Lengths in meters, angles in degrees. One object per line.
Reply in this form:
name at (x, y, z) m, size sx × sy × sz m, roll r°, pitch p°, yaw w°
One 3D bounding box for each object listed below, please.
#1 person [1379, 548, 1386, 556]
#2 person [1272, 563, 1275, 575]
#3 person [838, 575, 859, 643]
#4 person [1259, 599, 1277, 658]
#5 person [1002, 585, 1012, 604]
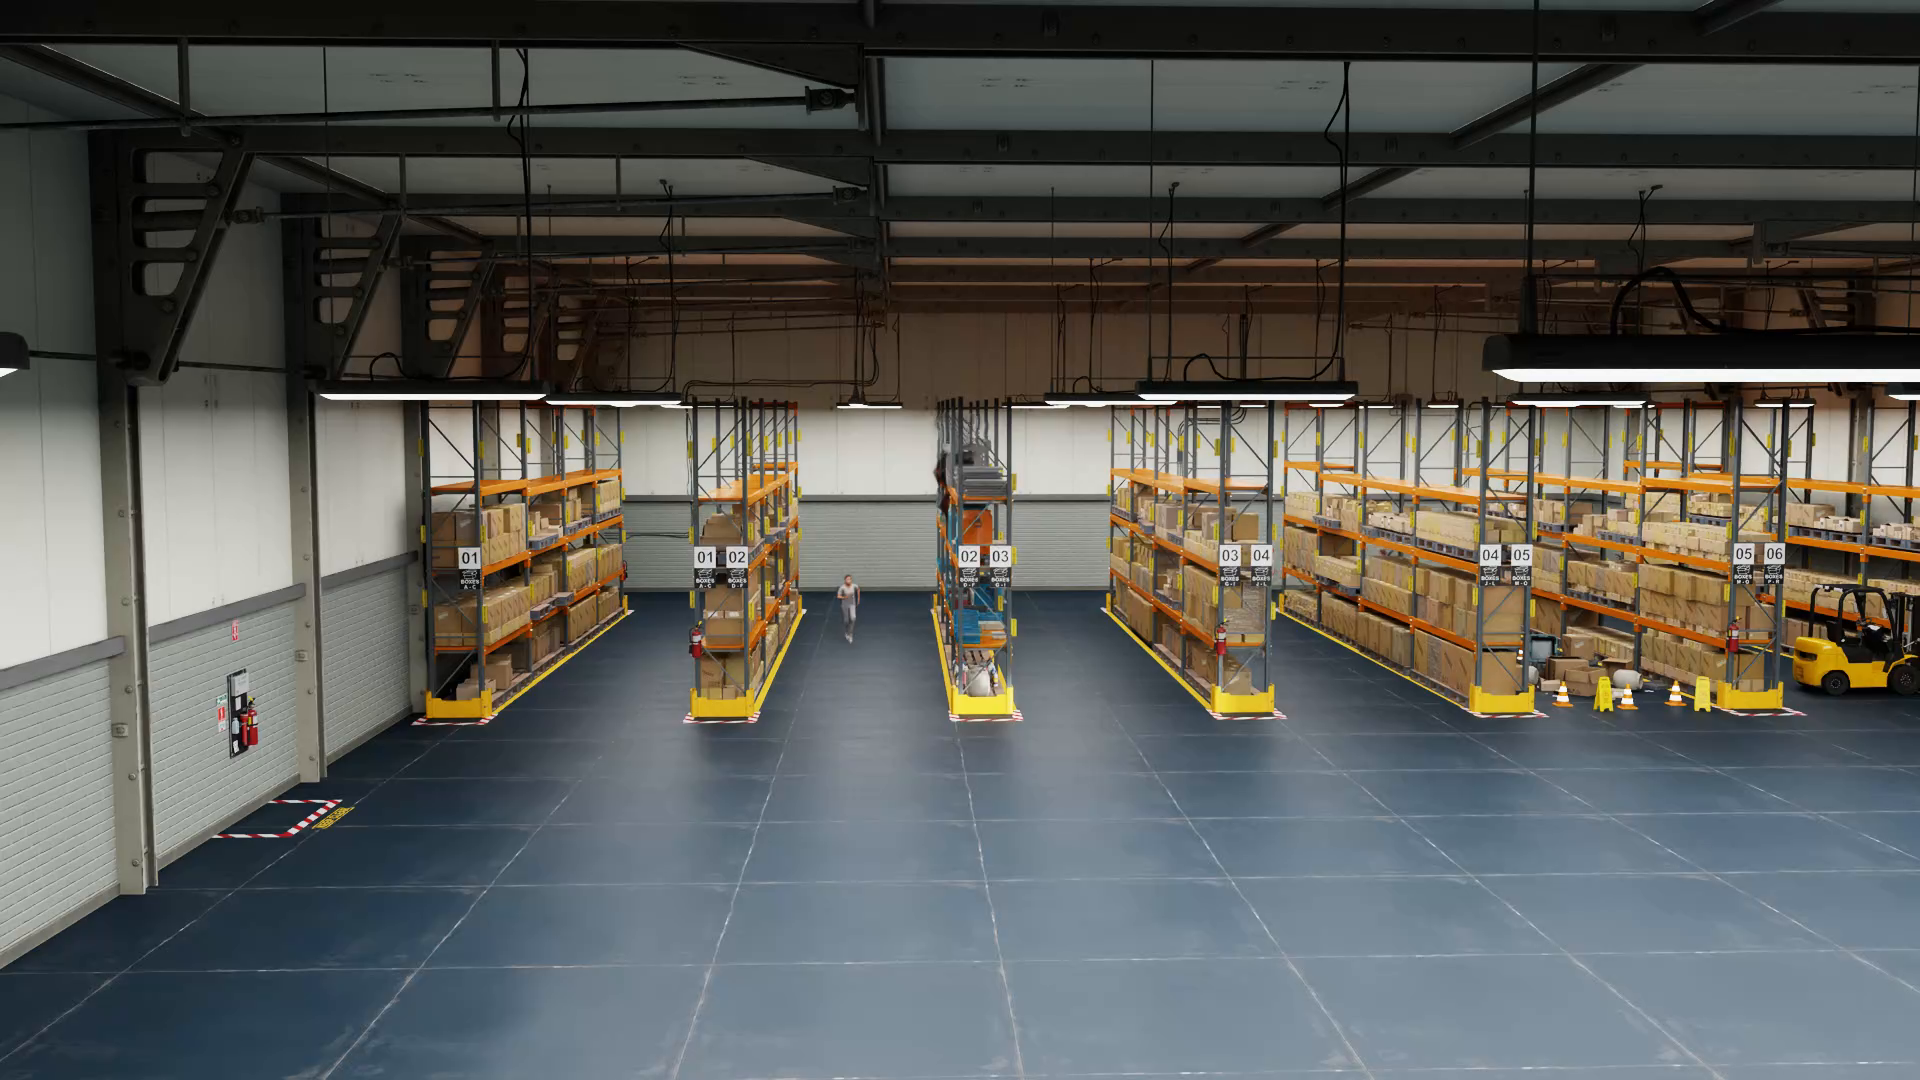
person at (12.713, 1.036, 50.102) m, size 0.891 × 1.588 × 0.535 m, roll -2°, pitch 5°, yaw -20°
person at (8.838, 1.127, 48.414) m, size 0.694 × 1.715 × 0.704 m, roll -3°, pitch 5°, yaw -32°
person at (-2.778, 1.696, 41.444) m, size 0.586 × 1.700 × 0.836 m, roll -1°, pitch 5°, yaw -13°
person at (7.106, 1.980, 38.725) m, size 0.524 × 1.518 × 0.820 m, roll 0°, pitch 4°, yaw -4°
person at (1.269, 1.026, 49.688) m, size 0.602 × 1.737 × 0.686 m, roll 1°, pitch 5°, yaw 18°
